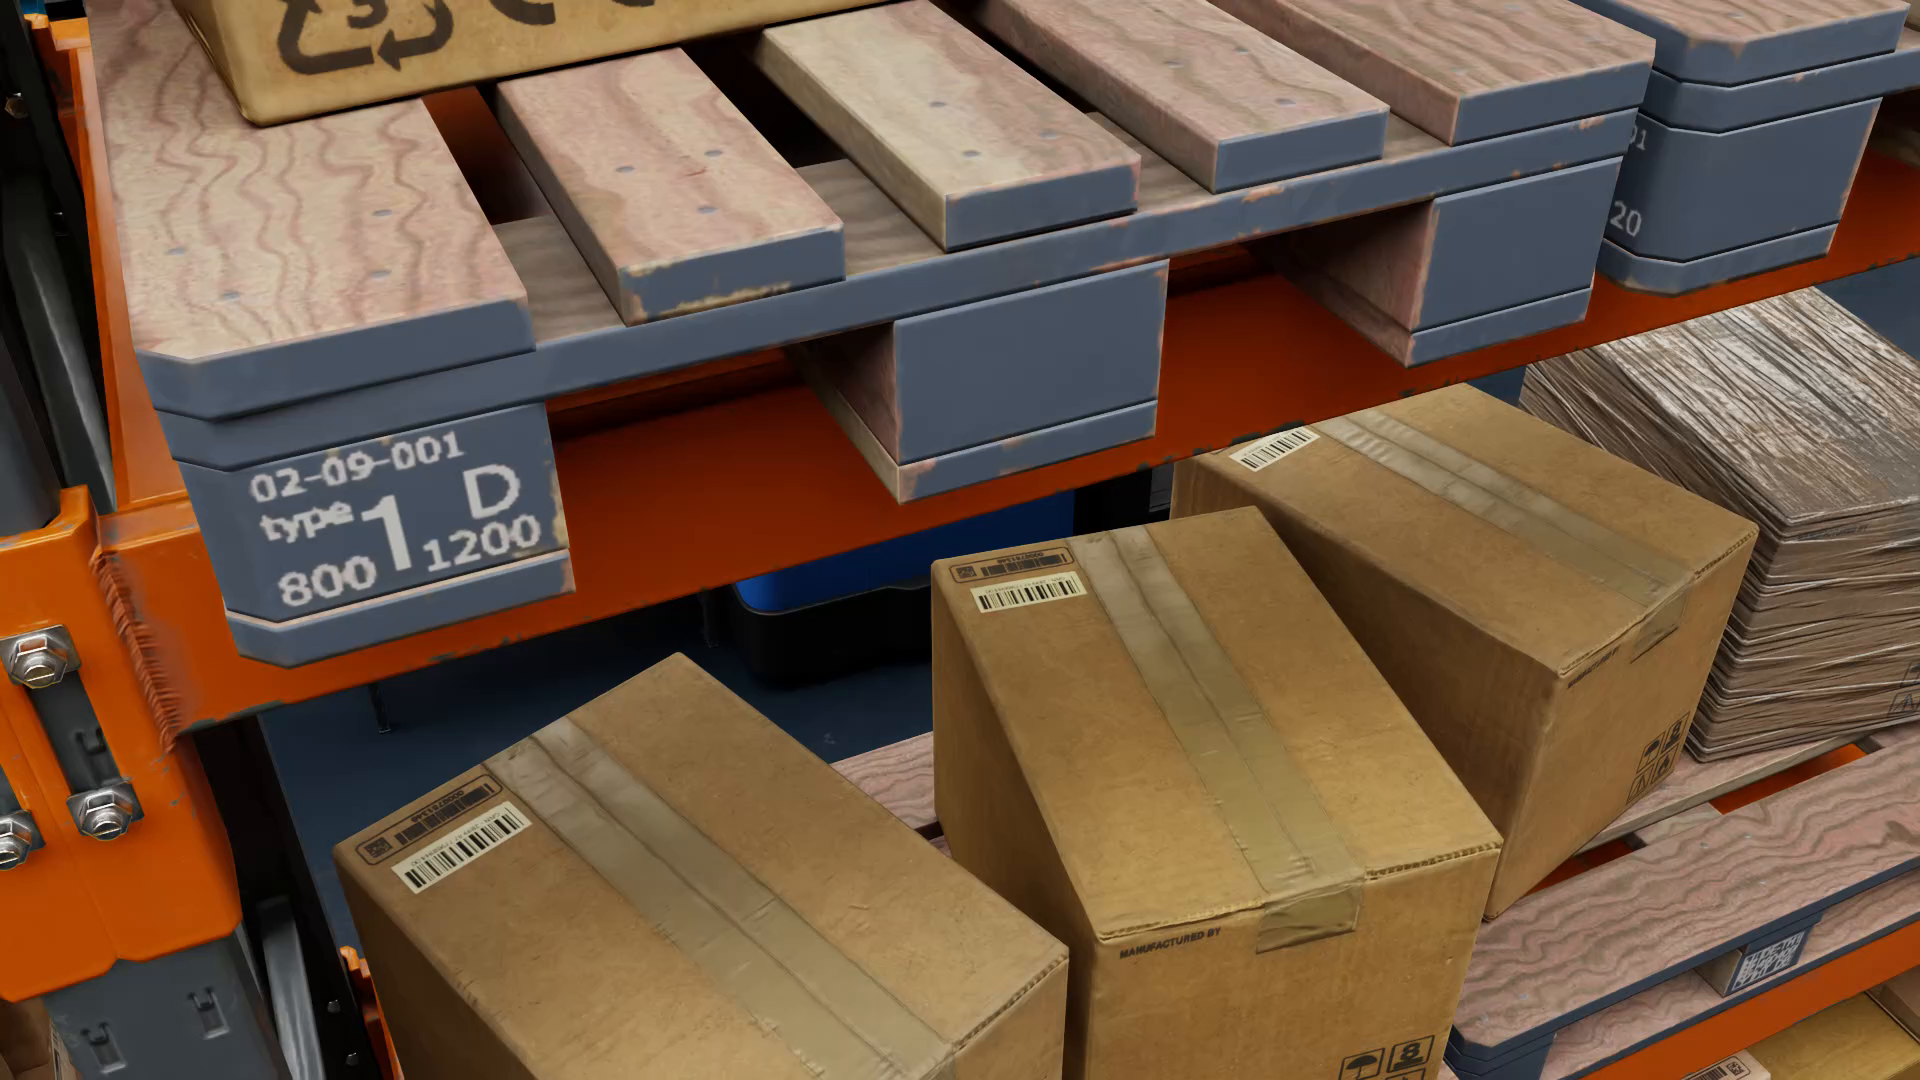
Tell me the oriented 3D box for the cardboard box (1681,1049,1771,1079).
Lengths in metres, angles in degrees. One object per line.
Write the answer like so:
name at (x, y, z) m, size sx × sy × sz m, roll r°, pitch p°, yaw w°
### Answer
cardboard box at (1.075, 0.957, 3.041) m, size 0.500 × 0.250 × 0.500 m, roll -16°, pitch 40°, yaw -21°

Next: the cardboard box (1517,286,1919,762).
cardboard box at (1.364, -0.070, 2.890) m, size 0.500 × 0.500 × 0.700 m, roll -9°, pitch 37°, yaw -11°

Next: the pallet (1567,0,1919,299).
pallet at (0.732, -0.718, 1.840) m, size 1.003 × 0.211 × 1.213 m, roll -16°, pitch 39°, yaw -20°

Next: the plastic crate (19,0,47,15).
plastic crate at (-3.205, -1.585, 5.333) m, size 0.575 × 0.384 × 0.392 m, roll -16°, pitch 39°, yaw -20°

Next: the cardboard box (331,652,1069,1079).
cardboard box at (-0.302, 0.594, 1.995) m, size 0.500 × 0.500 × 0.700 m, roll -30°, pitch 46°, yaw -34°

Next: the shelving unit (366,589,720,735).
shelving unit at (-1.345, -0.279, 4.868) m, size 1.048 × 1.500 × 0.538 m, roll -14°, pitch 39°, yaw -18°

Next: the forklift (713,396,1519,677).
forklift at (0.577, -1.321, 5.070) m, size 3.031 × 2.935 × 1.130 m, roll -14°, pitch 39°, yaw -18°

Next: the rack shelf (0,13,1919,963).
rack shelf at (0.985, -0.620, 2.154) m, size 4.000 × 0.370 × 1.077 m, roll -16°, pitch 39°, yaw -20°

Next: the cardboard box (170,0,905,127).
cardboard box at (-0.338, -0.739, 1.190) m, size 0.600 × 0.600 × 0.600 m, roll -19°, pitch 41°, yaw -24°

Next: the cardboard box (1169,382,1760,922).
cardboard box at (0.747, 0.113, 2.643) m, size 0.500 × 0.500 × 0.700 m, roll -26°, pitch 44°, yaw -31°

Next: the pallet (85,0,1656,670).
pallet at (-0.205, -0.454, 1.484) m, size 1.003 × 0.211 × 1.213 m, roll -16°, pitch 39°, yaw -20°

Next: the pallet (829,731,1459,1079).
pallet at (-0.056, 0.736, 2.401) m, size 1.213 × 0.211 × 1.003 m, roll -16°, pitch 39°, yaw -20°

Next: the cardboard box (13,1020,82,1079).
cardboard box at (-1.403, 0.744, 2.145) m, size 0.500 × 0.500 × 0.500 m, roll -15°, pitch 39°, yaw -19°

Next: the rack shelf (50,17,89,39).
rack shelf at (-4.737, -1.075, 5.285) m, size 4.000 × 0.370 × 1.077 m, roll -16°, pitch 39°, yaw -20°

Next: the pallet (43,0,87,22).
pallet at (-5.753, -3.271, 9.982) m, size 1.213 × 0.211 × 1.003 m, roll -16°, pitch 39°, yaw -20°

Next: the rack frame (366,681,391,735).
rack frame at (-1.814, -0.162, 4.710) m, size 0.032 × 1.500 × 0.500 m, roll -14°, pitch 39°, yaw -18°

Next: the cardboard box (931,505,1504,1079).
cardboard box at (0.294, 0.386, 2.275) m, size 0.500 × 0.500 × 0.700 m, roll -10°, pitch 38°, yaw -13°

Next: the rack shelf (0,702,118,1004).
rack shelf at (-2.636, 0.393, 0.789) m, size 4.000 × 0.370 × 1.077 m, roll -16°, pitch 39°, yaw -20°

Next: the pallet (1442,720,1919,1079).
pallet at (1.037, 0.362, 2.906) m, size 1.213 × 0.211 × 1.003 m, roll -16°, pitch 39°, yaw -20°

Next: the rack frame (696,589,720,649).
rack frame at (-0.876, -0.397, 5.026) m, size 0.032 × 1.500 × 0.500 m, roll -14°, pitch 39°, yaw -18°

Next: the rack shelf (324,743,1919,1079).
rack shelf at (0.985, 0.585, 3.047) m, size 4.000 × 0.370 × 1.077 m, roll -16°, pitch 39°, yaw -20°

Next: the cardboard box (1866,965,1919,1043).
cardboard box at (1.999, 0.696, 3.394) m, size 0.500 × 0.250 × 0.500 m, roll -14°, pitch 39°, yaw -18°

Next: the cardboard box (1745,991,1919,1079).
cardboard box at (1.580, 1.111, 3.463) m, size 0.500 × 0.500 × 0.500 m, roll -17°, pitch 40°, yaw -22°

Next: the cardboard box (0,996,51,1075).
cardboard box at (-1.372, 0.328, 1.866) m, size 0.500 × 0.500 × 0.500 m, roll -15°, pitch 39°, yaw -19°
